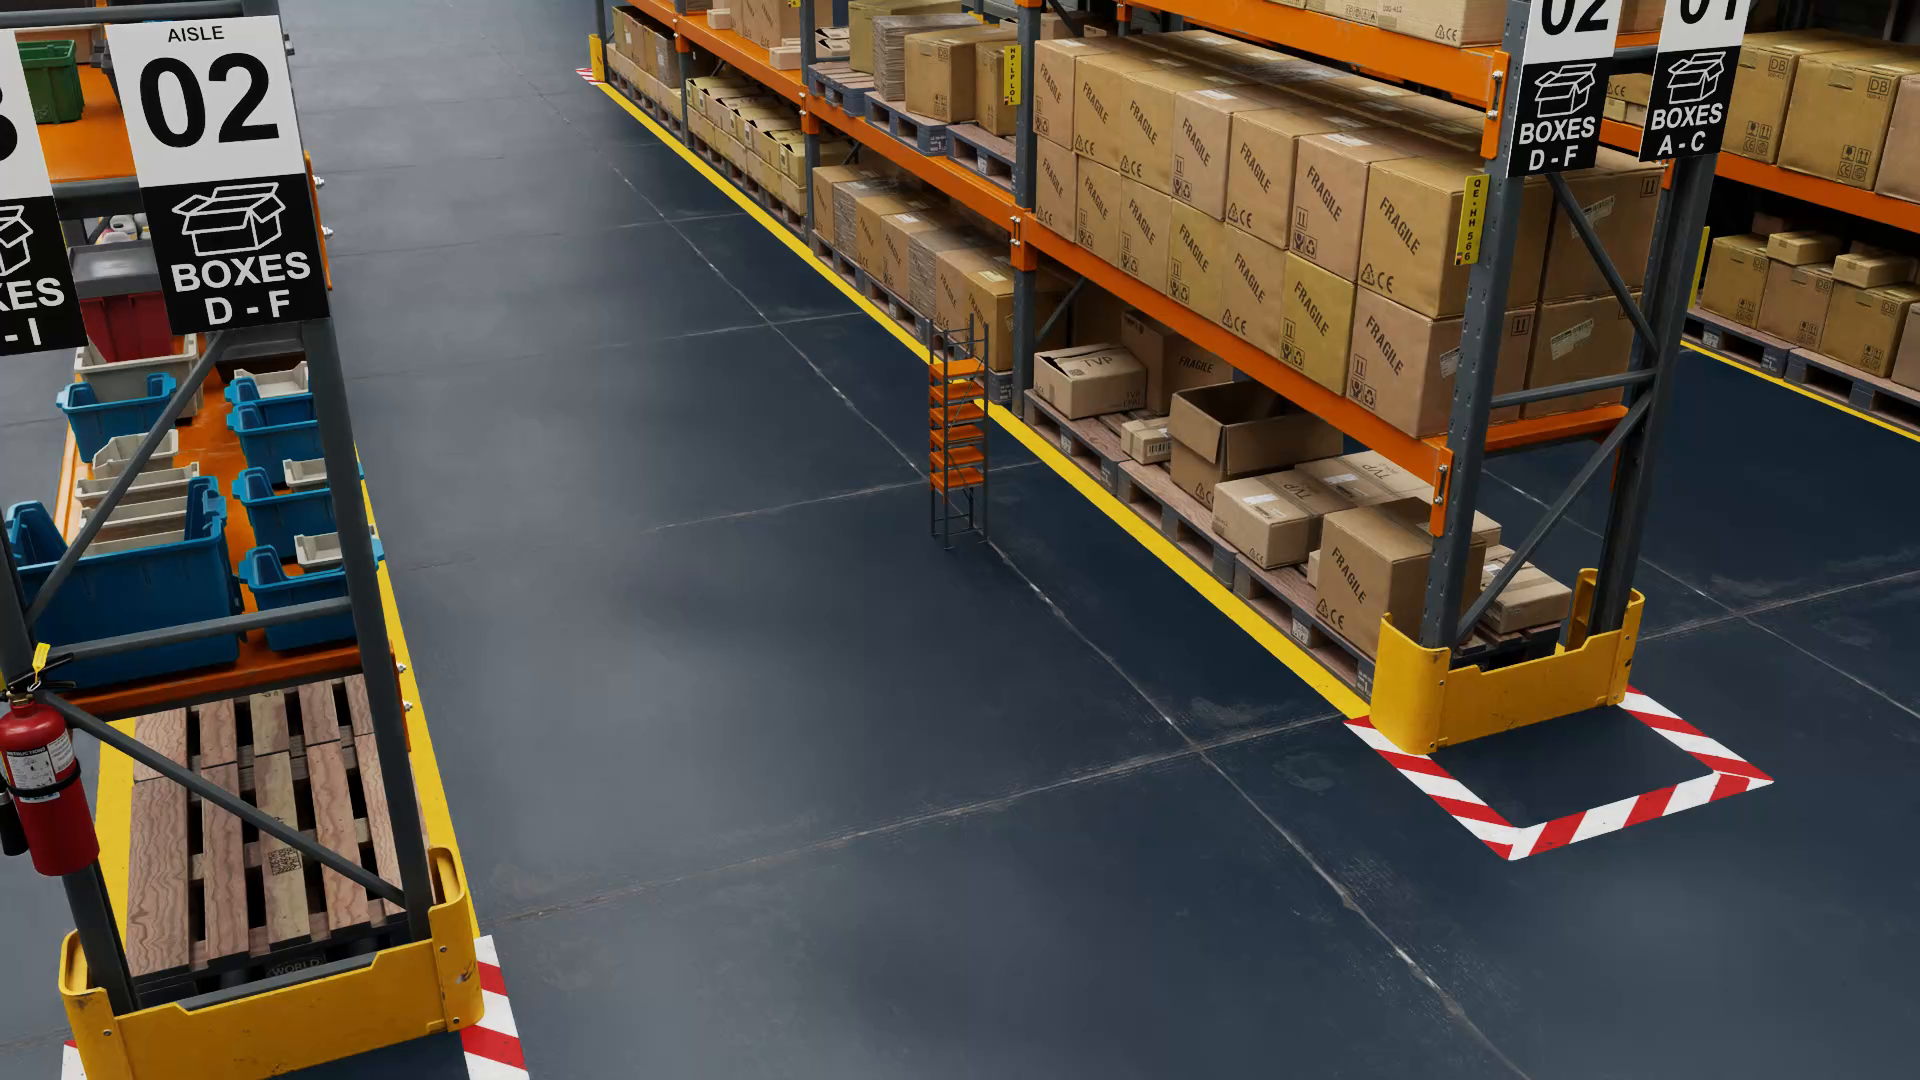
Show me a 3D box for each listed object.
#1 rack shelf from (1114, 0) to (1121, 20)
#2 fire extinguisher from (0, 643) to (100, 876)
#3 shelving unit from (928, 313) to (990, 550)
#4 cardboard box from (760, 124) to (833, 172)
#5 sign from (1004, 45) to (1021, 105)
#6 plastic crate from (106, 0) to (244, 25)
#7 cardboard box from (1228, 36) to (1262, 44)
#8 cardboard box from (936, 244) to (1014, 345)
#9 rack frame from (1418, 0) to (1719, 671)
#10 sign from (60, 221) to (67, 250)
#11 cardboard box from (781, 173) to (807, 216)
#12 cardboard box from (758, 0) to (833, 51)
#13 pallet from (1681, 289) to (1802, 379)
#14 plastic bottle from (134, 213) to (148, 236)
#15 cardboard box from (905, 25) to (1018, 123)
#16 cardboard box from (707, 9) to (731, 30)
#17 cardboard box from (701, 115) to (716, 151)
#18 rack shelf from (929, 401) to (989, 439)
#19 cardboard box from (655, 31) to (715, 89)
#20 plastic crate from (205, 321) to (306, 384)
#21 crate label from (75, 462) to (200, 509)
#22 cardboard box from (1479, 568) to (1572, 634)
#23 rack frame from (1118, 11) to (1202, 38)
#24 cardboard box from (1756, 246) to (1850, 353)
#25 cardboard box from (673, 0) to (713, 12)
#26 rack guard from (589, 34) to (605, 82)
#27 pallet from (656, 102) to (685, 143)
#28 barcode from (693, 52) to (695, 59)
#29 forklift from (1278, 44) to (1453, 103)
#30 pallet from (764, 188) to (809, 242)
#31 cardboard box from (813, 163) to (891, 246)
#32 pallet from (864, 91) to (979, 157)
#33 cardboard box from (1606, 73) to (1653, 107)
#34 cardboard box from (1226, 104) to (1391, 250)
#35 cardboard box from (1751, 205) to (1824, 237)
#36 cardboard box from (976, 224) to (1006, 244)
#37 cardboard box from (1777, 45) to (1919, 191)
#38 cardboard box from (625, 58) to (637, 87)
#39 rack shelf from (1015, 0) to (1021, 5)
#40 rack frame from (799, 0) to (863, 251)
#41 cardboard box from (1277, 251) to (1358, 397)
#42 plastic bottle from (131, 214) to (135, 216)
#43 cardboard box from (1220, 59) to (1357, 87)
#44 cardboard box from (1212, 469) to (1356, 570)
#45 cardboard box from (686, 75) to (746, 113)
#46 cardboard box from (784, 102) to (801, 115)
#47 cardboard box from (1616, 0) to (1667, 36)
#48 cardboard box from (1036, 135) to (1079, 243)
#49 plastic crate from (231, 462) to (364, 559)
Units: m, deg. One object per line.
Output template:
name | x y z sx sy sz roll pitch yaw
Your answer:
rack shelf | 1.447 -6.763 20.003 1.077 0.370 4.000 -11 28 -21
fire extinguisher | -2.546 0.609 4.597 0.296 0.674 0.183 -11 28 -21
shelving unit | -0.006 -0.545 8.499 0.258 1.200 0.189 -11 28 -21
cardboard box | -1.402 -3.395 14.300 0.500 0.311 0.500 -11 28 -21
sign | 0.297 -2.620 9.378 0.100 0.325 0.005 -11 28 -21
plastic crate | -2.532 -1.717 5.499 0.504 0.338 0.767 -11 28 -21
cardboard box | 2.916 -5.010 17.085 0.500 0.250 0.500 -11 28 -22
cardboard box | 0.163 -1.622 11.001 0.500 0.500 0.500 -10 28 -20
rack frame | 2.373 -0.582 6.523 1.000 3.000 0.127 -11 28 -21
sign | -4.260 -1.378 7.838 0.100 0.325 0.005 -11 28 -21
cardboard box | -1.191 -2.935 13.998 0.500 0.250 0.500 -10 28 -19
cardboard box | -1.432 -4.531 14.498 0.500 0.500 0.500 -12 29 -23
pallet | 5.589 -1.476 11.533 1.003 0.211 1.213 -11 28 -21
plastic bottle | -4.281 -1.665 8.797 0.144 0.351 0.185 -11 28 -21
cardboard box | 0.057 -3.133 11.156 0.700 0.500 0.500 -19 32 -33
cardboard box | -2.168 -4.921 15.696 0.380 0.149 0.250 -11 28 -21
cardboard box | -2.198 -3.968 16.113 0.500 0.250 0.500 -10 28 -19
rack shelf | -0.006 -0.613 8.466 0.258 0.103 0.180 -11 28 -21
cardboard box | -2.895 -5.070 17.516 0.500 0.500 0.500 -11 28 -21
plastic crate | -3.068 -0.845 7.307 0.437 0.125 0.590 -11 28 -21
crate label | -2.904 -0.167 5.905 0.396 0.136 0.243 -11 28 -21
cardboard box | 2.525 0.273 7.519 0.380 0.149 0.250 -11 28 -21
rack frame | 2.230 -6.279 18.192 1.000 3.000 0.127 -11 28 -21
cardboard box | 5.755 -1.592 10.962 0.700 0.500 0.500 -11 28 -21
cardboard box | -2.506 -5.649 16.788 0.700 0.500 0.500 -11 28 -22
rack guard | -3.903 -5.928 20.321 1.175 0.500 0.348 -11 28 -21
pallet | -2.600 -4.502 17.729 1.003 0.211 1.213 -11 28 -21
barcode | -2.610 -4.758 16.329 0.001 0.075 0.075 -11 28 -21
forklift | 2.401 -2.643 10.823 1.130 2.935 3.031 -9 27 -17
pallet | -1.047 -2.898 14.444 1.003 0.211 1.213 -11 28 -21
cardboard box | -0.845 -2.653 13.113 0.500 0.500 0.500 -9 28 -18
pallet | 0.006 -2.941 11.574 1.003 0.211 1.213 -11 28 -21
cardboard box | 4.950 -3.380 11.778 0.500 0.500 0.500 -11 28 -21
cardboard box | 1.539 -1.621 7.398 0.500 0.500 0.500 -10 28 -19
cardboard box | 5.687 -2.180 11.426 0.380 0.149 0.250 -11 28 -21
cardboard box | 0.433 -1.925 11.621 0.500 0.500 0.500 -10 28 -20
cardboard box | 5.841 -2.667 10.451 0.980 0.700 0.700 -11 28 -22
cardboard box | -3.493 -5.337 18.916 0.500 0.250 0.500 -11 28 -21
rack shelf | 0.023 -4.029 10.984 1.077 0.370 4.000 -11 28 -21
rack frame | -0.760 -3.812 13.138 1.000 3.000 0.127 -11 28 -21
cardboard box | 1.740 -0.970 7.204 0.500 0.500 0.500 -10 28 -20
plastic bottle | -4.486 -1.715 8.899 0.144 0.351 0.185 -11 28 -21
cardboard box | 1.643 -2.122 8.423 0.500 0.500 0.500 -10 28 -20
cardboard box | 1.589 -0.110 8.189 0.500 0.250 0.500 -11 28 -21
cardboard box | -2.394 -4.422 16.404 0.500 0.311 0.500 -10 28 -20
cardboard box | -1.308 -3.903 15.341 0.500 0.311 0.500 -11 28 -21
cardboard box | 2.405 -2.114 6.412 0.500 0.250 0.500 -11 28 -21
cardboard box | 0.755 -1.989 9.291 0.500 0.500 0.500 -10 28 -19
plastic crate | -2.238 -0.106 5.671 0.416 0.233 0.300 -11 28 -21
